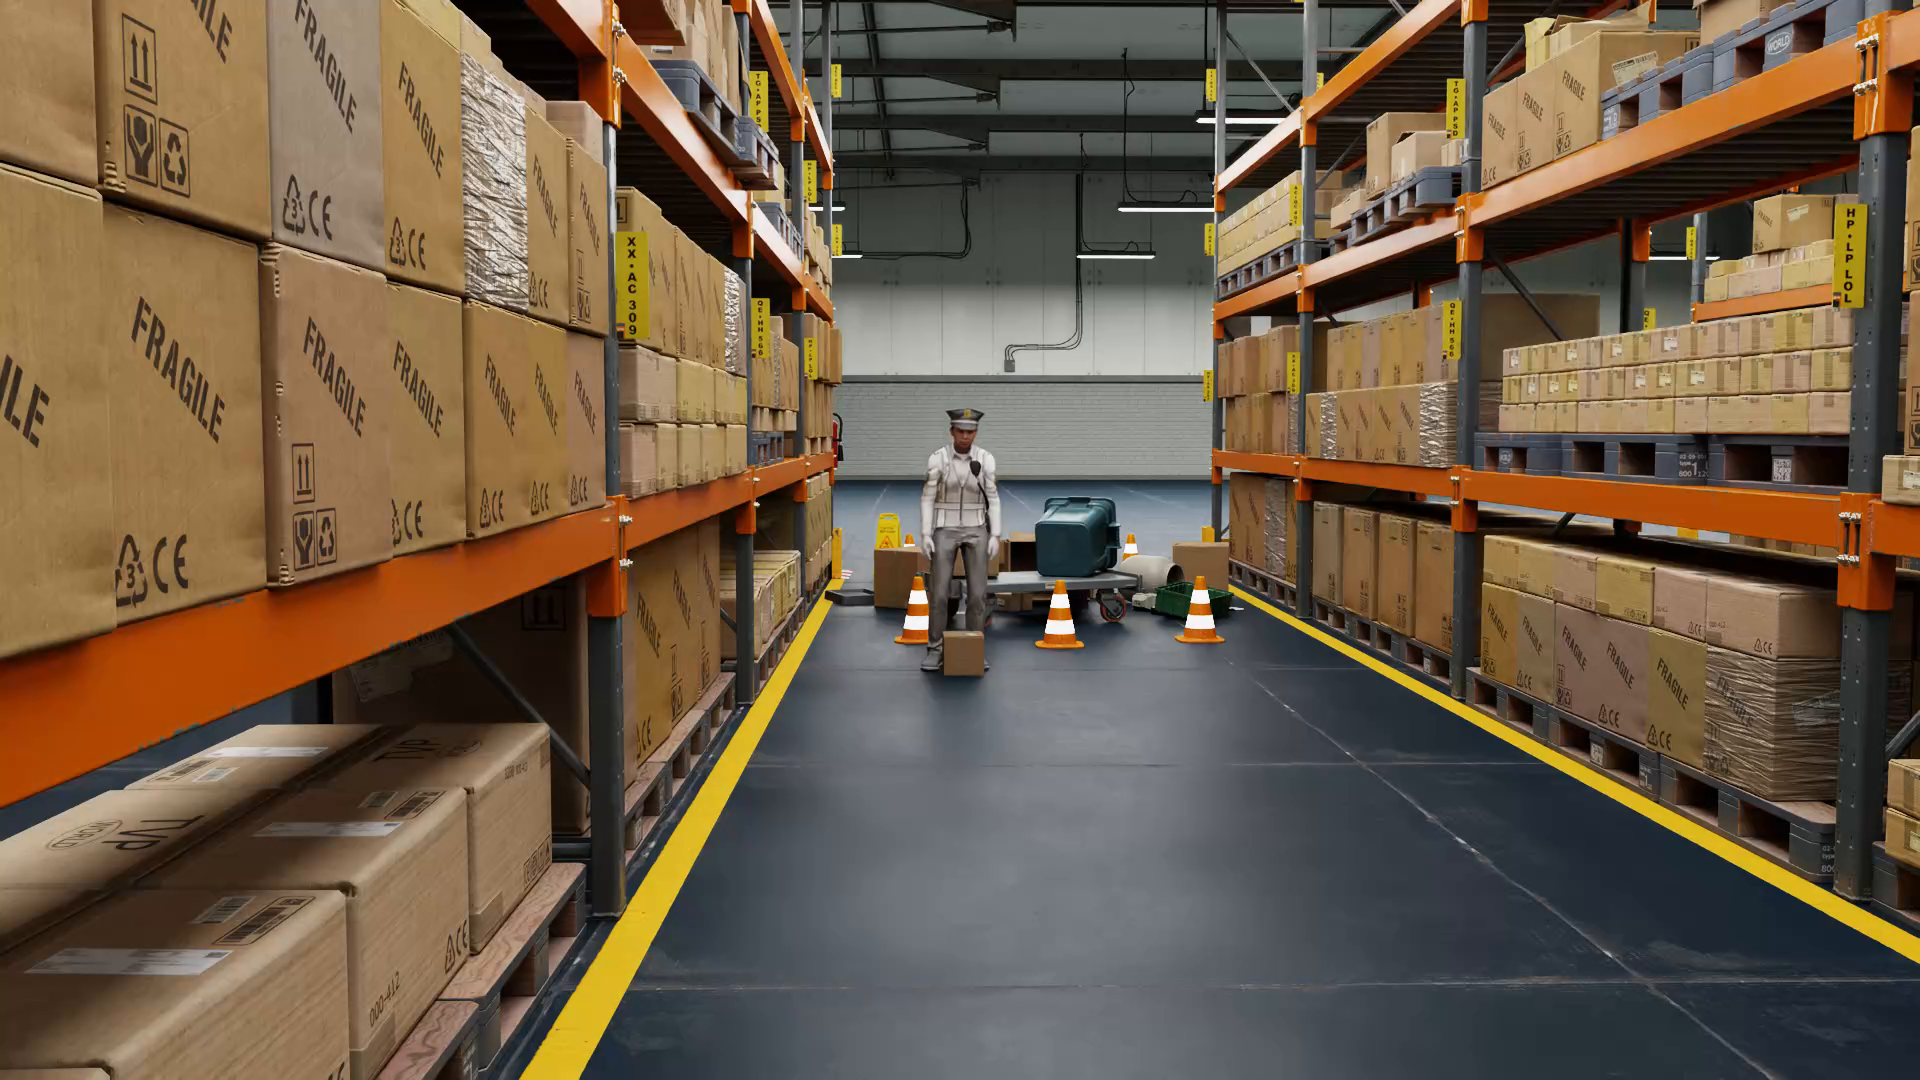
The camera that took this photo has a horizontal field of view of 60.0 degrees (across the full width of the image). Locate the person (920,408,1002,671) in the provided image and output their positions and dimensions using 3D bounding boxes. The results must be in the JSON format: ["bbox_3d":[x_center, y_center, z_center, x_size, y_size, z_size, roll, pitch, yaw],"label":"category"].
[{"bbox_3d":[0.005,-0.009,10.608,0.526,1.662,0.374,0,4,-4],"label":"person"}]
